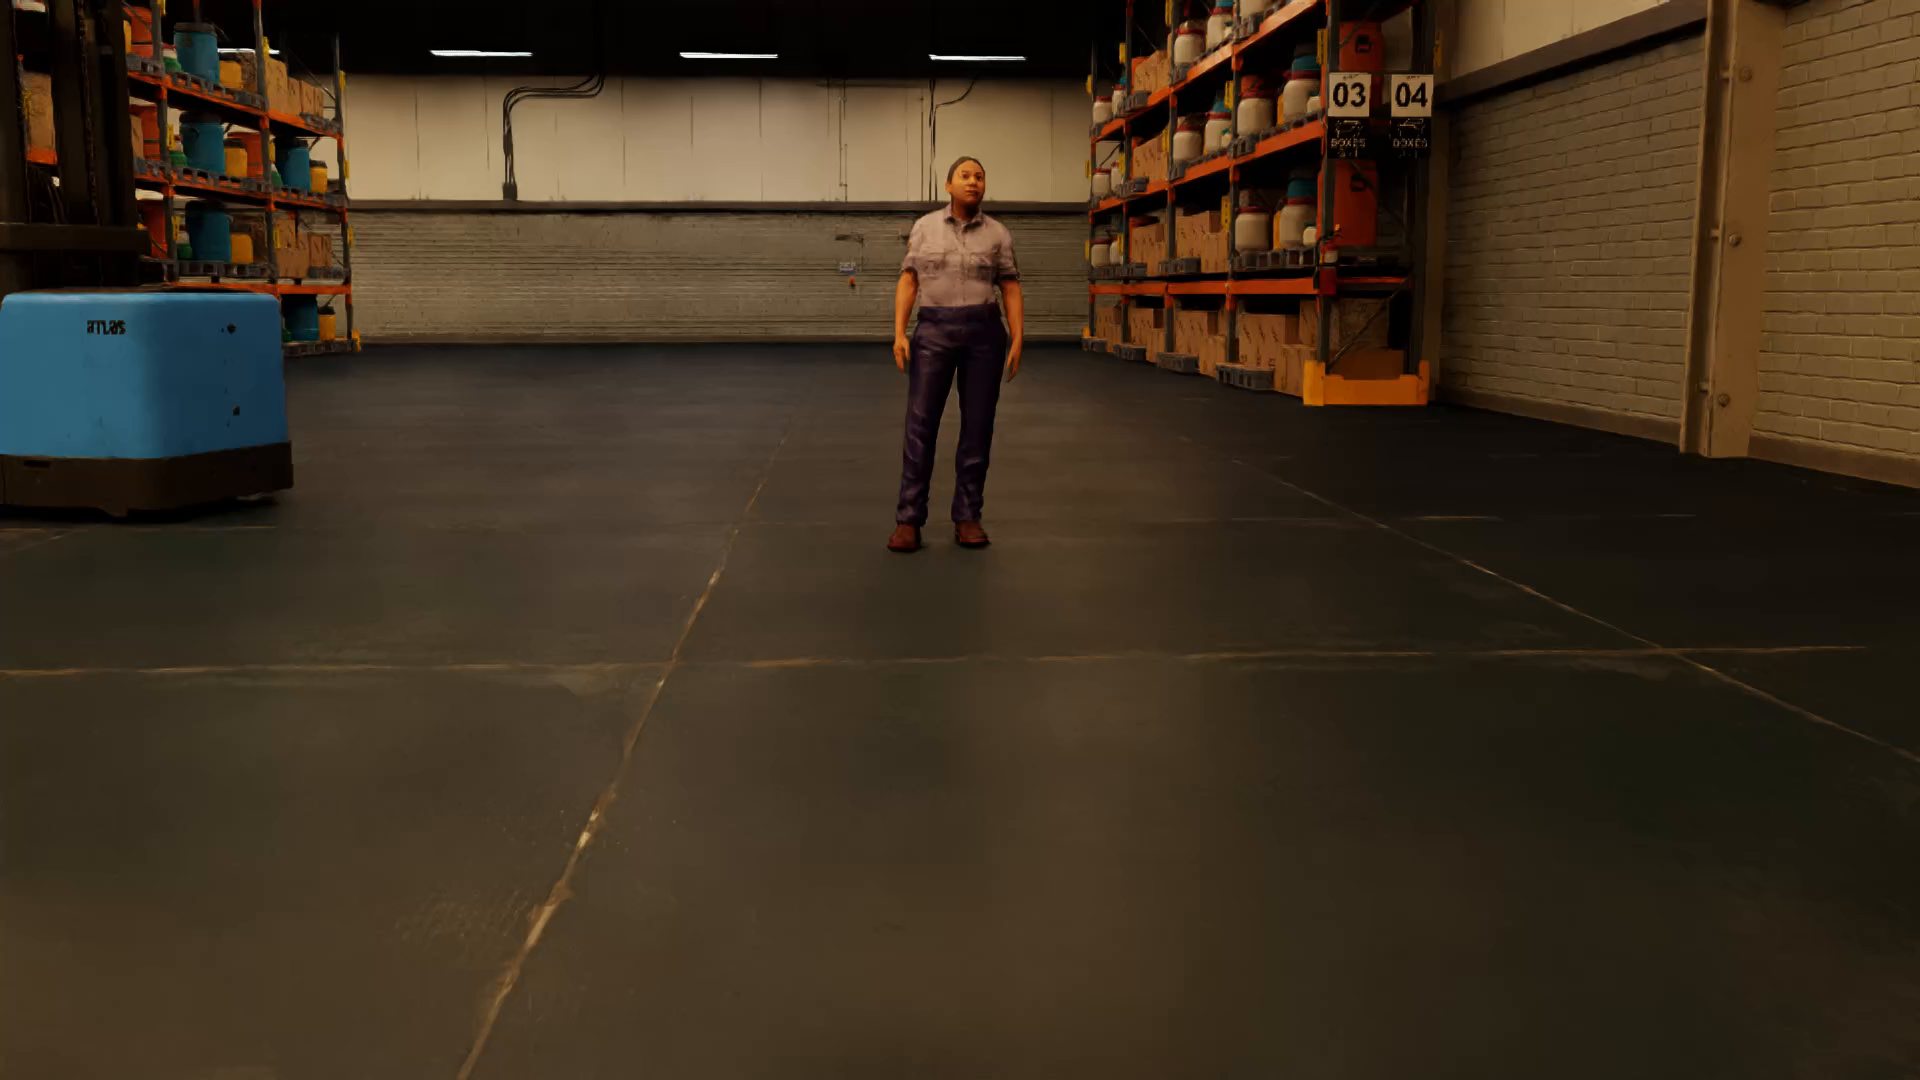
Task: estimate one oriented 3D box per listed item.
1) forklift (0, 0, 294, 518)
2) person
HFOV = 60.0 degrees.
[{"bbox_3d":[-5.056,-1.647,8.423,3.031,2.935,1.130,2,9,15],"label":"forklift"},{"bbox_3d":[-0.017,-0.802,7.099,0.599,1.637,0.502,-1,8,-4],"label":"person"}]
